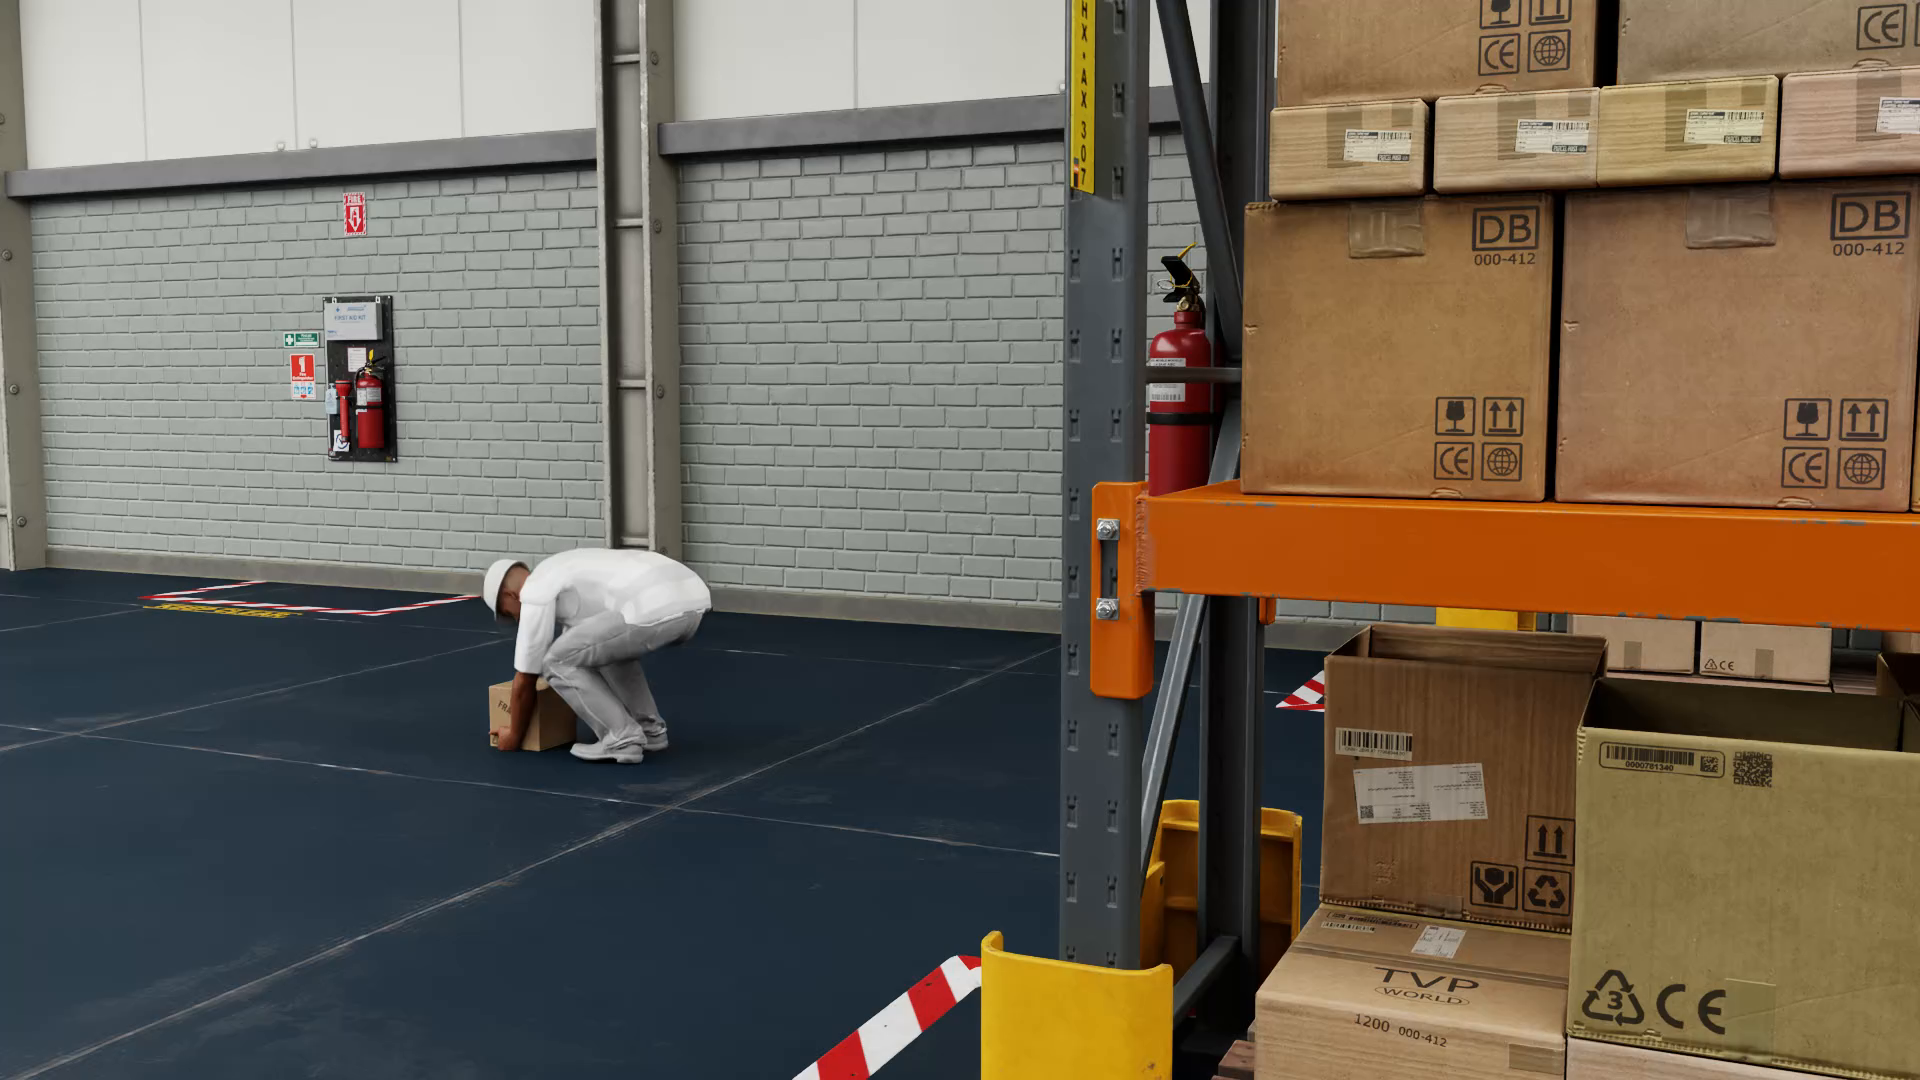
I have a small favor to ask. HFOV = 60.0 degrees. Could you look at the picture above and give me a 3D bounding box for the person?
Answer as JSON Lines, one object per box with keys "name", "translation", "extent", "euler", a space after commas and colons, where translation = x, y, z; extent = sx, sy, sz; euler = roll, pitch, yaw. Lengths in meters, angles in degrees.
{"name": "person", "translation": [-1.492, 0.455, 6.703], "extent": [0.980, 0.843, 0.514], "euler": [2, 6, 22]}
